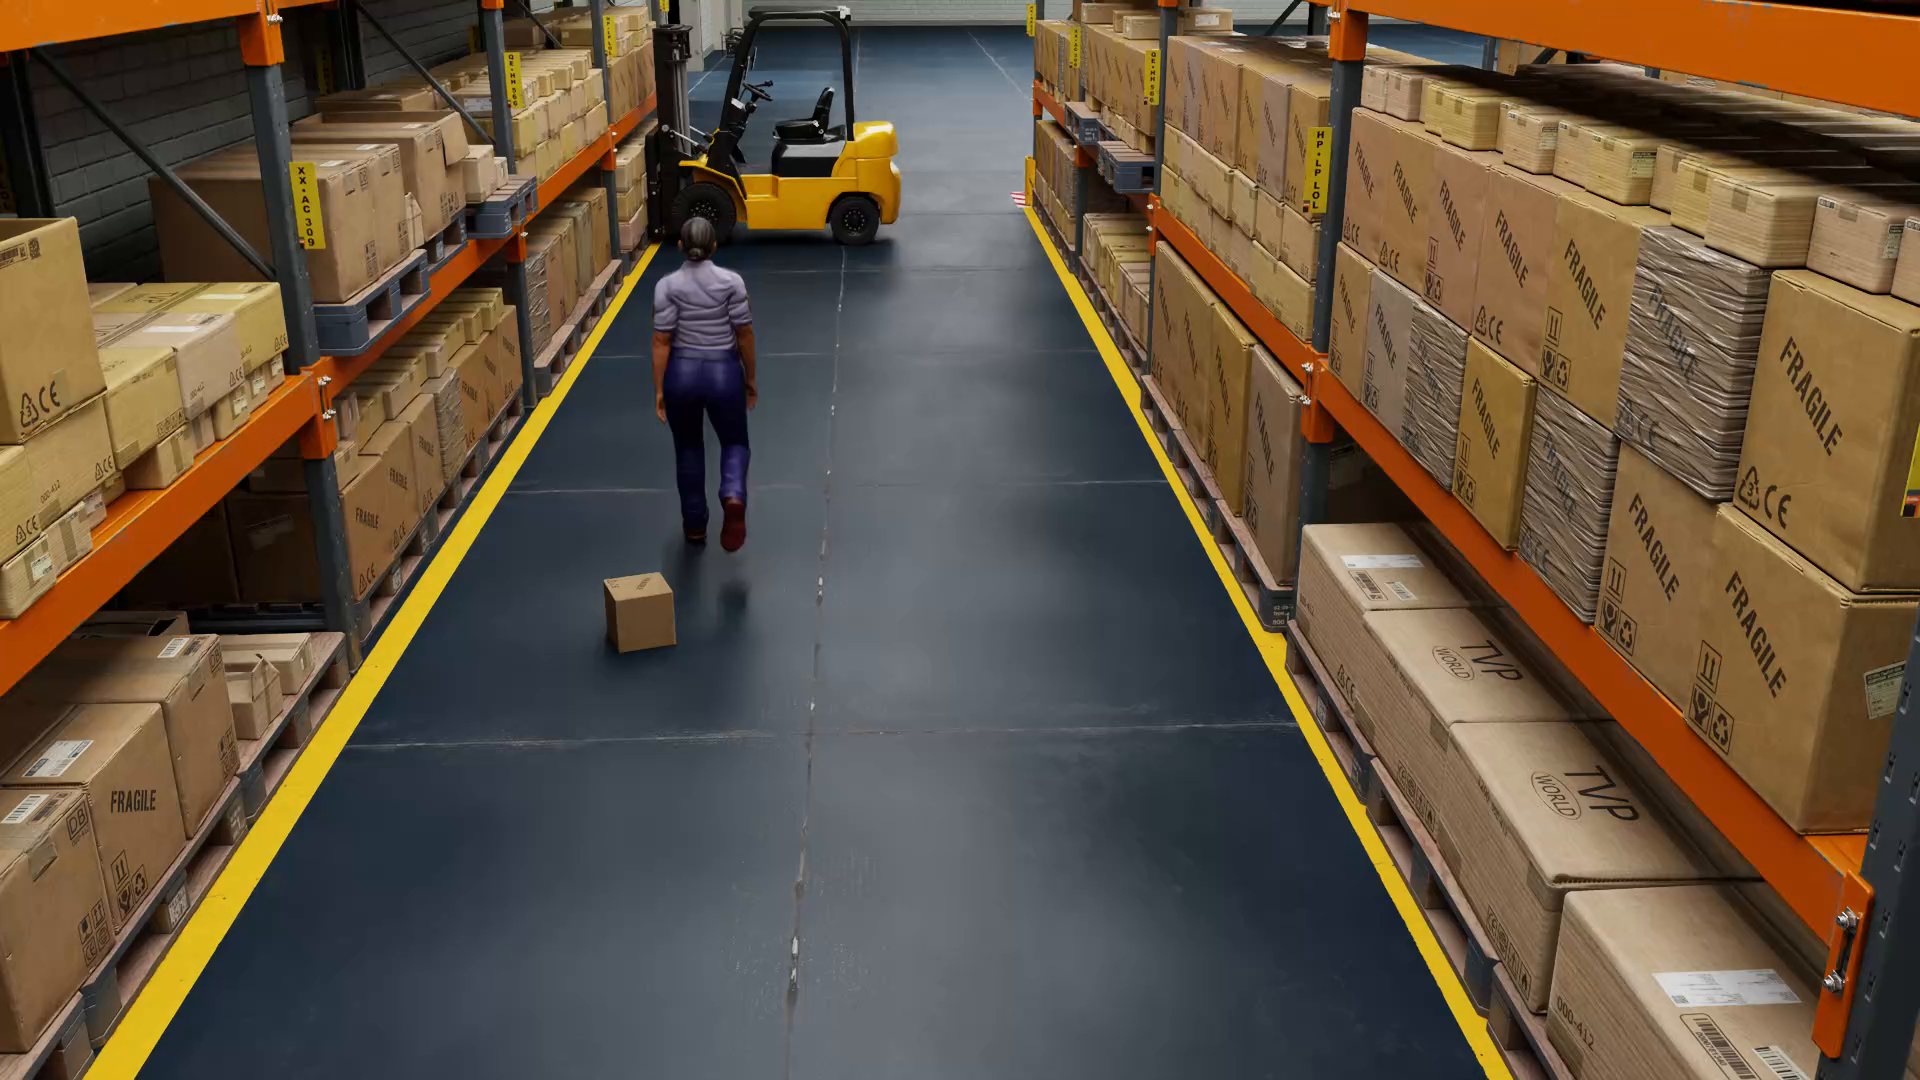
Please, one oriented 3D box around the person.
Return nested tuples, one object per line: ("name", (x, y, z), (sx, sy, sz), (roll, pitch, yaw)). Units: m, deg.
("person", (-1.230, -0.744, 8.054), (0.498, 1.622, 0.654), (-3, 21, -8))
